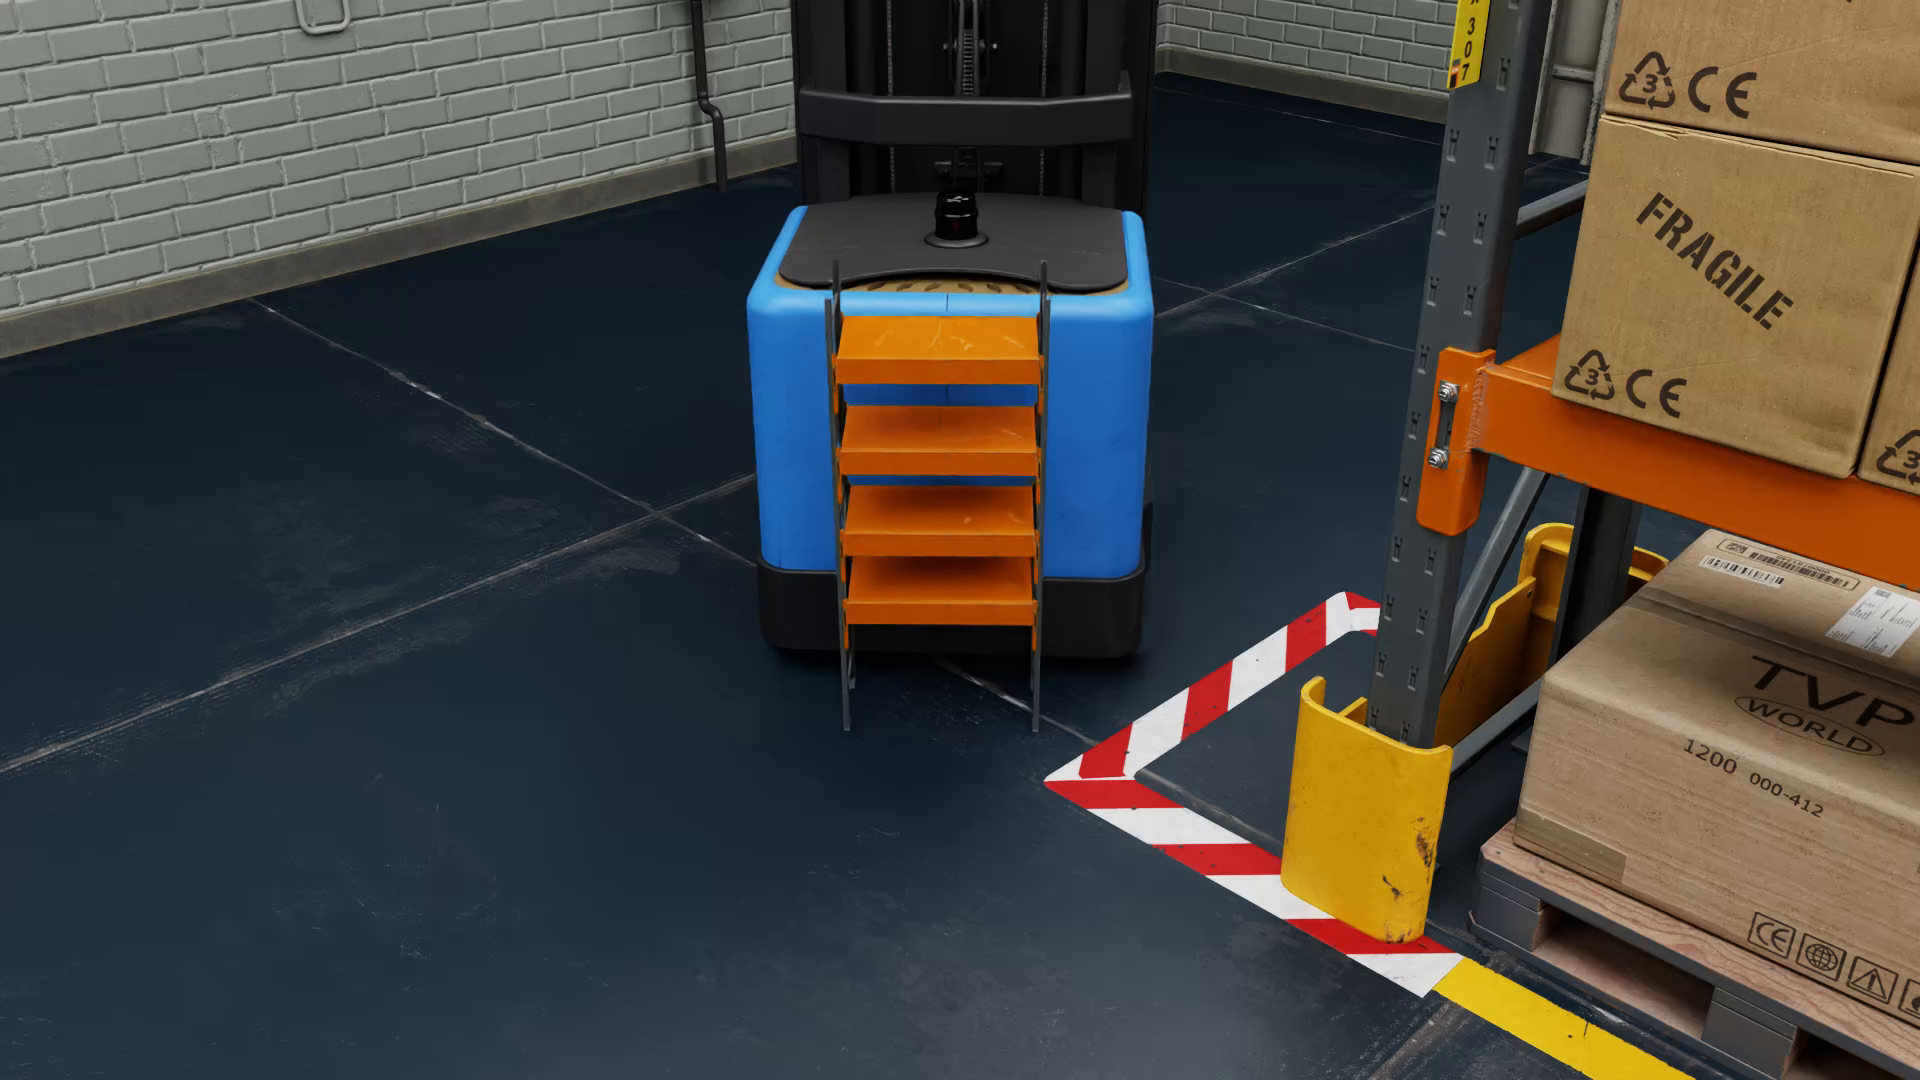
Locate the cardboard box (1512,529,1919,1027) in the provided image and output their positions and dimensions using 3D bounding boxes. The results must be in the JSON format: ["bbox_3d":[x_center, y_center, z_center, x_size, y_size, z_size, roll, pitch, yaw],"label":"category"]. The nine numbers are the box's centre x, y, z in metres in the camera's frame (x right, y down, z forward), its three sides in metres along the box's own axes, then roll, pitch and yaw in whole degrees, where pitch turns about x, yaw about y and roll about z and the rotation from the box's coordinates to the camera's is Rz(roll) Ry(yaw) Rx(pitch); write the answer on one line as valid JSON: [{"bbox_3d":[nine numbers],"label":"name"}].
[{"bbox_3d":[1.791,0.447,3.479,0.875,0.438,0.875,23,36,37],"label":"cardboard box"}]

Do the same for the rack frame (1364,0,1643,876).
[{"bbox_3d":[1.251,-0.684,3.327,0.127,3.000,1.000,25,36,38],"label":"rack frame"}]

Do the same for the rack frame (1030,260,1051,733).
[{"bbox_3d":[0.196,-0.078,4.093,0.015,1.200,0.240,0,31,1],"label":"rack frame"}]

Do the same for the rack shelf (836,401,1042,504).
[{"bbox_3d":[-0.048,-0.213,4.016,0.480,0.148,0.258,0,31,1],"label":"rack shelf"}]

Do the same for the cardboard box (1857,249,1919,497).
[{"bbox_3d":[1.772,-0.320,2.529,0.500,0.500,0.500,24,36,38],"label":"cardboard box"}]

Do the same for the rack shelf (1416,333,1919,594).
[{"bbox_3d":[2.677,0.287,2.254,4.000,0.370,1.077,25,36,38],"label":"rack shelf"}]

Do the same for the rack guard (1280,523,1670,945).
[{"bbox_3d":[1.234,0.415,3.924,0.348,0.500,1.175,25,36,38],"label":"rack guard"}]

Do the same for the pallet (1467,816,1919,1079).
[{"bbox_3d":[1.876,0.786,3.529,1.213,0.211,1.003,25,36,38],"label":"pallet"}]

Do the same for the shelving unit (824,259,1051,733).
[{"bbox_3d":[-0.048,-0.079,4.096,0.503,1.200,0.258,0,31,1],"label":"shelving unit"}]

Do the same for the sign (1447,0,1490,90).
[{"bbox_3d":[0.857,-0.920,2.761,0.005,0.325,0.100,25,36,38],"label":"sign"}]

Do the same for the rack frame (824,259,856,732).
[{"bbox_3d":[-0.292,-0.080,4.099,0.015,1.200,0.240,0,31,1],"label":"rack frame"}]

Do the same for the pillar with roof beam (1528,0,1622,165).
[{"bbox_3d":[0.419,-4.738,4.591,0.400,9.000,9.100,25,36,38],"label":"pillar with roof beam"}]

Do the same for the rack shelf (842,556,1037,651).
[{"bbox_3d":[-0.048,0.149,4.233,0.480,0.148,0.258,0,31,1],"label":"rack shelf"}]

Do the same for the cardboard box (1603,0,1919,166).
[{"bbox_3d":[1.393,-0.919,2.594,0.500,0.500,0.500,24,36,37],"label":"cardboard box"}]

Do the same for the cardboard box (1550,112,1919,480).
[{"bbox_3d":[1.392,-0.476,2.825,0.500,0.500,0.500,24,36,38],"label":"cardboard box"}]

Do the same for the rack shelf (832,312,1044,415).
[{"bbox_3d":[-0.048,-0.416,3.895,0.480,0.148,0.258,0,31,1],"label":"rack shelf"}]

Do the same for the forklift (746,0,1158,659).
[{"bbox_3d":[0.056,-1.628,5.196,1.130,2.935,3.031,2,28,3],"label":"forklift"}]

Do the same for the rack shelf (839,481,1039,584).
[{"bbox_3d":[-0.048,-0.021,4.131,0.480,0.148,0.258,0,31,1],"label":"rack shelf"}]

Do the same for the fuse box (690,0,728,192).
[{"bbox_3d":[-1.210,-2.595,8.347,0.414,1.711,0.539,25,36,38],"label":"fuse box"}]

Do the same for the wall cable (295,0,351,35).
[{"bbox_3d":[-2.786,-2.979,6.568,0.123,1.953,0.585,25,36,38],"label":"wall cable"}]
